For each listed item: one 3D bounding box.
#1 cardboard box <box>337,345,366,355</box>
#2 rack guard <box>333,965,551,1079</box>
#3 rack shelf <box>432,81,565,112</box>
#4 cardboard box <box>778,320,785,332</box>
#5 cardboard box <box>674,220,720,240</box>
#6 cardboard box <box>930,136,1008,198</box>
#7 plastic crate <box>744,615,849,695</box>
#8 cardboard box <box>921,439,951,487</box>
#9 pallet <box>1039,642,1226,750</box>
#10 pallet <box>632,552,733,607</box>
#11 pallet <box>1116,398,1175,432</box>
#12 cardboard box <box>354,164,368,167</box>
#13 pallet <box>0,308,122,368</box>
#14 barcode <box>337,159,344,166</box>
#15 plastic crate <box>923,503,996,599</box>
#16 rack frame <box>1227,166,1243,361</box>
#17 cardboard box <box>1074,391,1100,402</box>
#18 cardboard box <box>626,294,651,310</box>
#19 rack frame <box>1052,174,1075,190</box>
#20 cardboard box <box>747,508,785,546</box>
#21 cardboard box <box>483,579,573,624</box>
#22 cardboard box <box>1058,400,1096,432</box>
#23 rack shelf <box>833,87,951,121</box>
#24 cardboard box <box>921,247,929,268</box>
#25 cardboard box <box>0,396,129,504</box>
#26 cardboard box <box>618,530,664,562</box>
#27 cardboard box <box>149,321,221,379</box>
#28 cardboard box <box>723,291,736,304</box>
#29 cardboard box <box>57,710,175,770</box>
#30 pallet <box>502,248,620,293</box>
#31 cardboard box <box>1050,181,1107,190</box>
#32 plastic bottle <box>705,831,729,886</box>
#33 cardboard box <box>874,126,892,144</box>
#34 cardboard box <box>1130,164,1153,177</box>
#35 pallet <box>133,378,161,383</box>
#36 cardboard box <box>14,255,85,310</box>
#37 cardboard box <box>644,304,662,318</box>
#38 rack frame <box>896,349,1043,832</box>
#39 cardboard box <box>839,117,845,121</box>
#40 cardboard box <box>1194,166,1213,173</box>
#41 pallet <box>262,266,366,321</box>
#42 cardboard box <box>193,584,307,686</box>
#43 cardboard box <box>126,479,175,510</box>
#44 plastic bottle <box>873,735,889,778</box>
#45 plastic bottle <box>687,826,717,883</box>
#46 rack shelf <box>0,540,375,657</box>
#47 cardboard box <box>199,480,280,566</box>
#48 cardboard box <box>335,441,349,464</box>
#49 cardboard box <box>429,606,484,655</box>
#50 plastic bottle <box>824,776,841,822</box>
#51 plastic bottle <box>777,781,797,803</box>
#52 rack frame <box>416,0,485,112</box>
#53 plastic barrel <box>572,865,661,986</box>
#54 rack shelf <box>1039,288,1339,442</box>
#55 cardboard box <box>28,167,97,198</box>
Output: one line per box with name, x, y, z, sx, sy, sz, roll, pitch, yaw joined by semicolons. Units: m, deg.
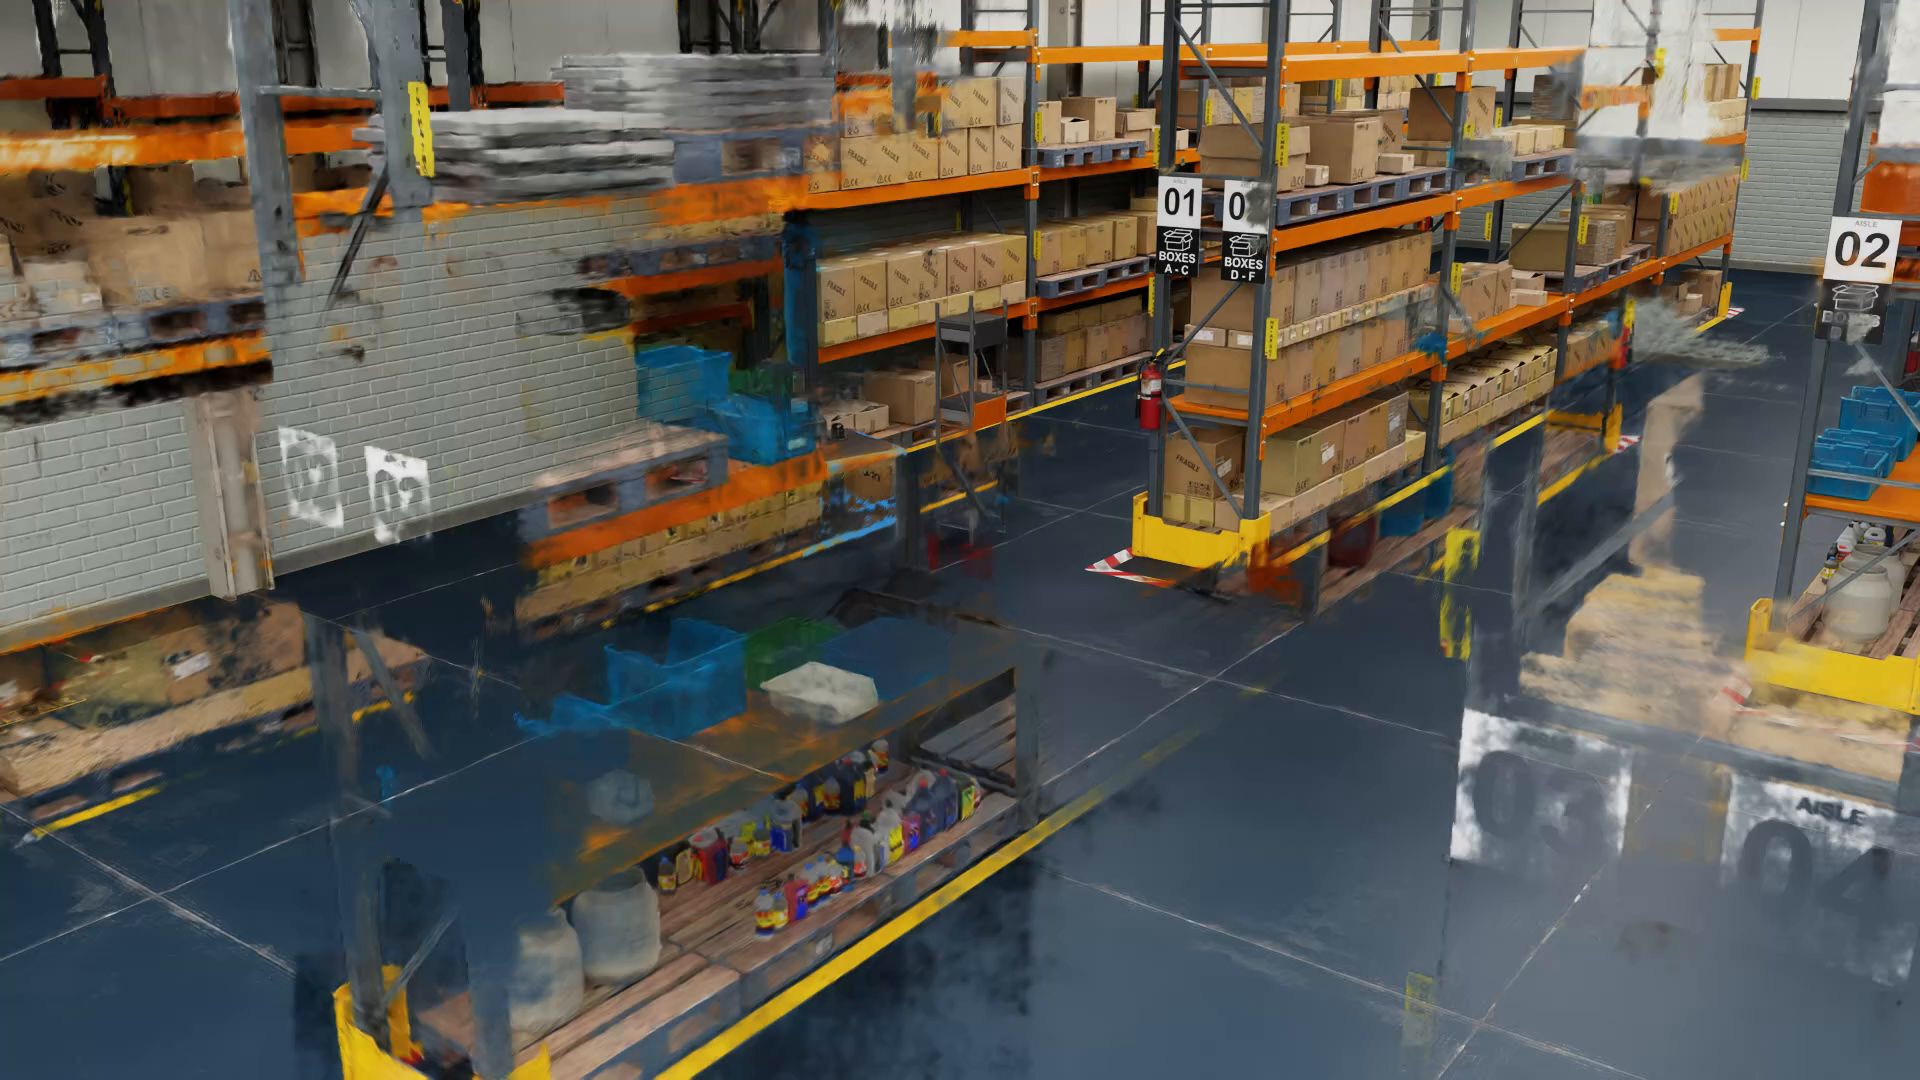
cardboard box;4.168;-2.769;16.247;0.700;0.500;0.500;13;21;35
rack guard;6.027;0.788;11.364;1.175;0.500;0.348;12;21;35
rack shelf;4.021;-6.843;23.492;1.077;0.370;4.000;12;21;35
cardboard box;6.091;-4.514;26.636;0.380;0.149;0.250;13;22;37
cardboard box;5.937;-4.342;18.156;0.500;0.250;0.500;12;21;34
cardboard box;8.454;-5.572;21.527;0.600;0.600;0.600;12;21;34
plastic crate;7.367;-0.958;13.127;0.450;0.188;0.662;12;21;35
cardboard box;7.921;-2.480;21.145;0.500;0.500;0.500;12;21;34
pallet;9.566;-0.486;15.954;1.003;0.211;1.213;12;21;35
pallet;5.561;-1.351;18.739;1.003;0.211;1.213;12;21;35
pallet;10.330;-3.237;24.813;1.003;0.211;1.213;12;21;35
cardboard box;2.216;-5.395;21.798;0.500;0.500;0.500;12;21;35
pallet;2.486;-2.810;13.826;1.003;0.211;1.213;12;21;35
barcode;1.758;-5.621;21.583;0.001;0.075;0.075;12;21;35
plastic crate;8.445;-1.532;14.513;0.402;0.464;0.583;12;21;35
rack frame;11.577;-5.067;26.002;1.000;3.000;0.127;12;21;35
cardboard box;9.752;-3.405;24.441;0.500;0.311;0.500;12;21;35
cardboard box;4.245;-4.672;24.027;0.500;0.500;0.500;13;22;36
rack frame;9.194;-6.979;22.044;1.000;3.000;0.127;12;21;35
cardboard box;6.388;-1.757;19.272;0.500;0.250;0.500;12;21;34
cardboard box;4.866;-1.148;17.312;0.500;0.250;0.500;12;21;33
cardboard box;9.617;-3.102;23.466;0.500;0.311;0.500;12;21;35
rack shelf;8.002;-5.968;20.676;1.077;0.370;4.000;12;21;35
cardboard box;7.300;-5.961;28.376;0.980;0.700;0.700;14;22;37
cardboard box;2.672;-2.171;14.321;0.700;0.500;0.500;12;21;33
cardboard box;5.483;-1.660;18.014;0.500;0.311;0.500;12;21;33
cardboard box;0.777;-3.456;19.905;0.700;0.500;0.500;12;21;35
cardboard box;5.239;-4.748;25.364;0.380;0.149;0.250;13;21;35
cardboard box;2.837;-0.351;14.746;0.500;0.250;0.500;12;21;35
pallet;4.942;-3.762;17.065;0.805;0.209;1.217;11;21;33
cardboard box;9.682;-5.547;22.743;0.500;0.250;0.500;12;21;35
plastic bottle;7.020;0.156;13.022;0.061;0.283;0.133;12;21;35
cardboard box;7.379;-5.343;19.980;0.500;0.500;0.500;12;21;35
cardboard box;10.287;-6.022;23.430;0.500;0.250;0.500;12;21;35
pallet;1.019;-3.148;20.146;1.003;0.211;1.213;12;21;35
cardboard box;2.518;-3.205;14.258;0.500;0.250;0.500;12;21;35
cardboard box;4.447;-4.453;24.414;0.380;0.149;0.250;12;21;33
rack frame;8.403;-1.332;13.977;1.000;3.000;0.127;12;21;35
cardboard box;6.454;-7.318;26.306;0.500;0.500;0.500;13;21;35
cardboard box;11.176;-6.142;24.658;0.500;0.250;0.500;12;21;35
pallet;3.939;-3.391;15.697;1.003;0.211;1.213;12;21;35
cardboard box;3.438;-0.947;15.398;0.500;0.500;0.500;12;21;35
cardboard box;3.064;-1.915;14.590;0.380;0.149;0.250;12;21;33
plastic bottle;7.861;-0.241;14.321;0.097;0.271;0.097;0;17;0
plastic bottle;6.934;0.141;13.083;0.152;0.276;0.135;13;21;35
rack shelf;3.235;-1.389;15.371;1.077;0.370;4.000;12;21;35
cardboard box;3.252;-1.782;15.255;0.700;0.500;0.500;13;22;36
cardboard box;3.829;-2.221;15.577;0.380;0.149;0.250;12;21;34
cardboard box;4.326;-0.947;16.664;0.500;0.250;0.500;12;21;35
plastic bottle;7.599;-0.065;13.753;0.097;0.271;0.097;0;17;0
plastic bottle;7.344;-0.049;13.684;0.061;0.283;0.133;14;22;37
rack frame;2.830;-6.901;21.792;1.000;3.000;0.127;12;21;35
plastic barrel;6.649;0.318;12.148;0.421;0.512;0.421;0;17;0
rack shelf;9.594;-2.898;15.172;1.077;0.370;4.000;12;21;35
cardboard box;0.366;-4.883;18.464;0.500;0.500;0.500;10;20;30
